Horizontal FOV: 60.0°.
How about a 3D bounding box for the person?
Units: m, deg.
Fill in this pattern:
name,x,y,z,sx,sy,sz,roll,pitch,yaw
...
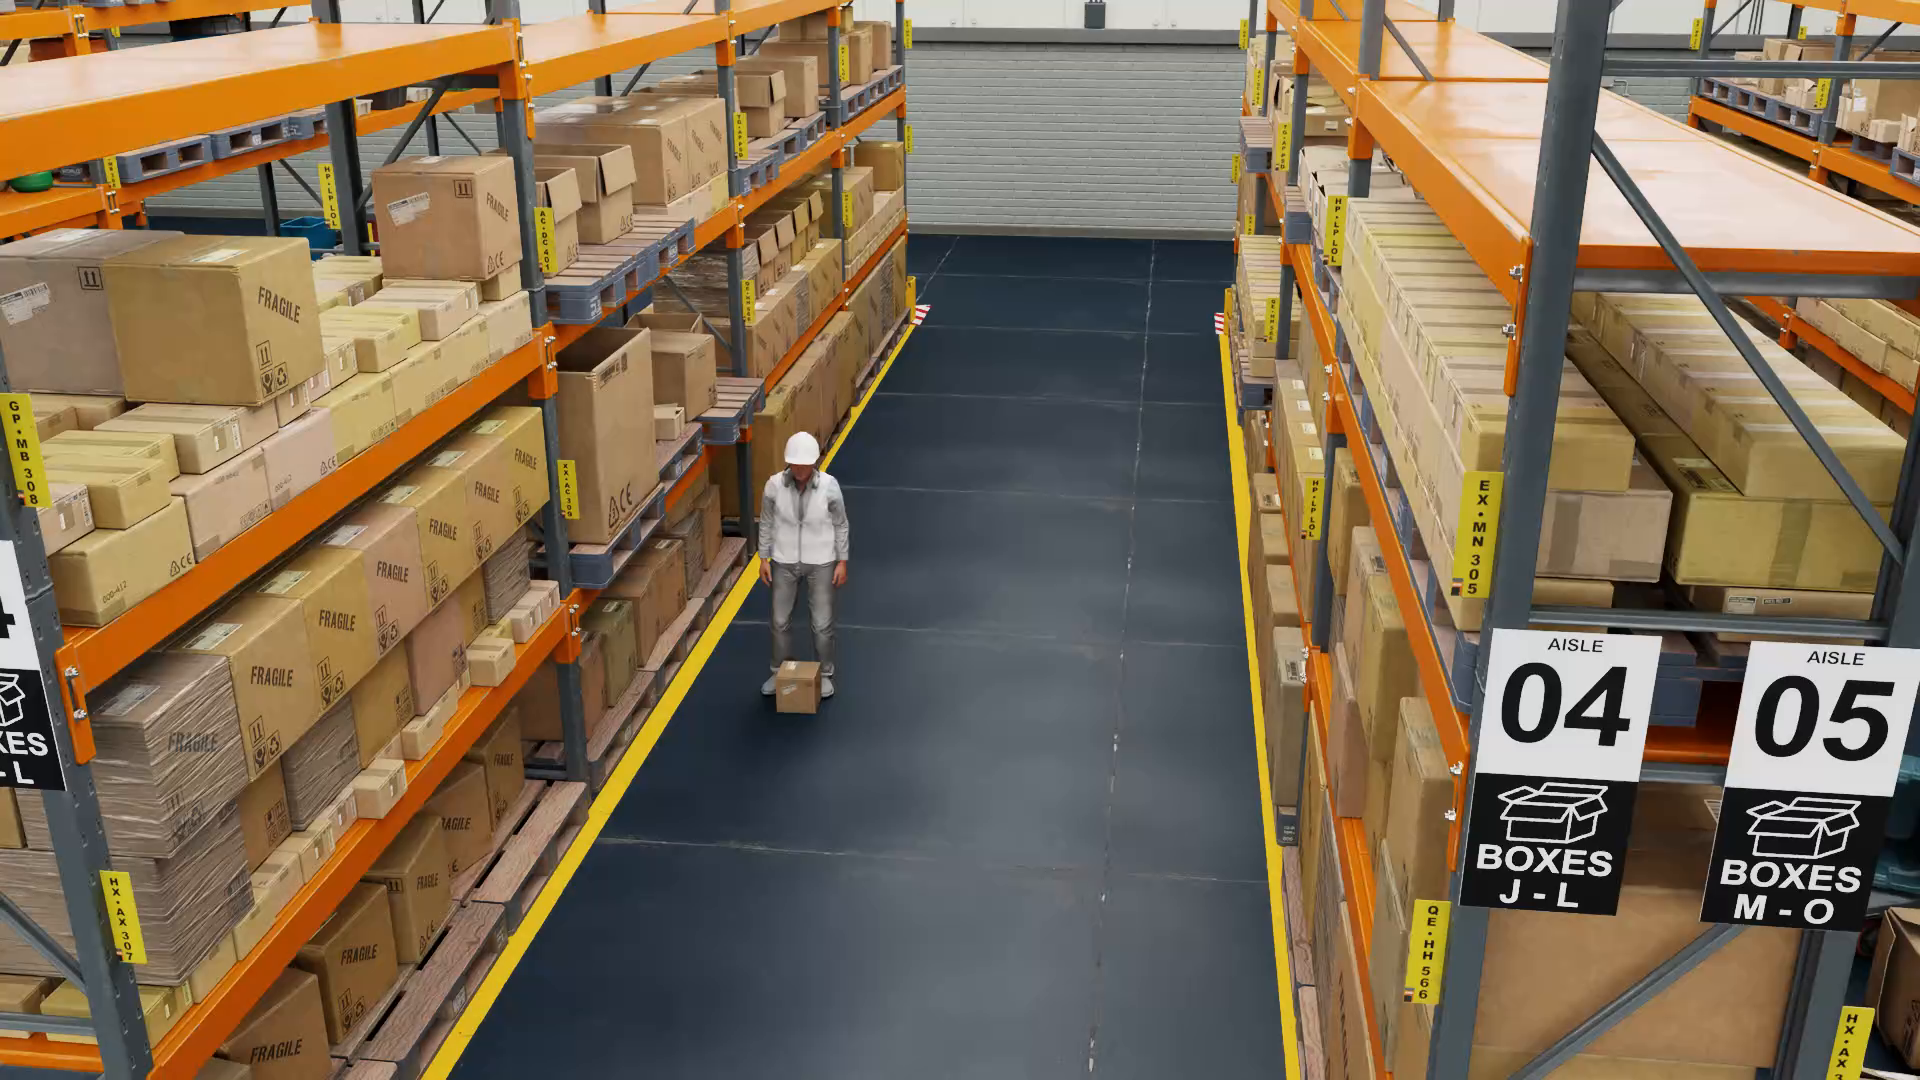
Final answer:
name,x,y,z,sx,sy,sz,roll,pitch,yaw
person,-1.006,0.144,10.673,0.592,1.770,0.465,1,21,3
